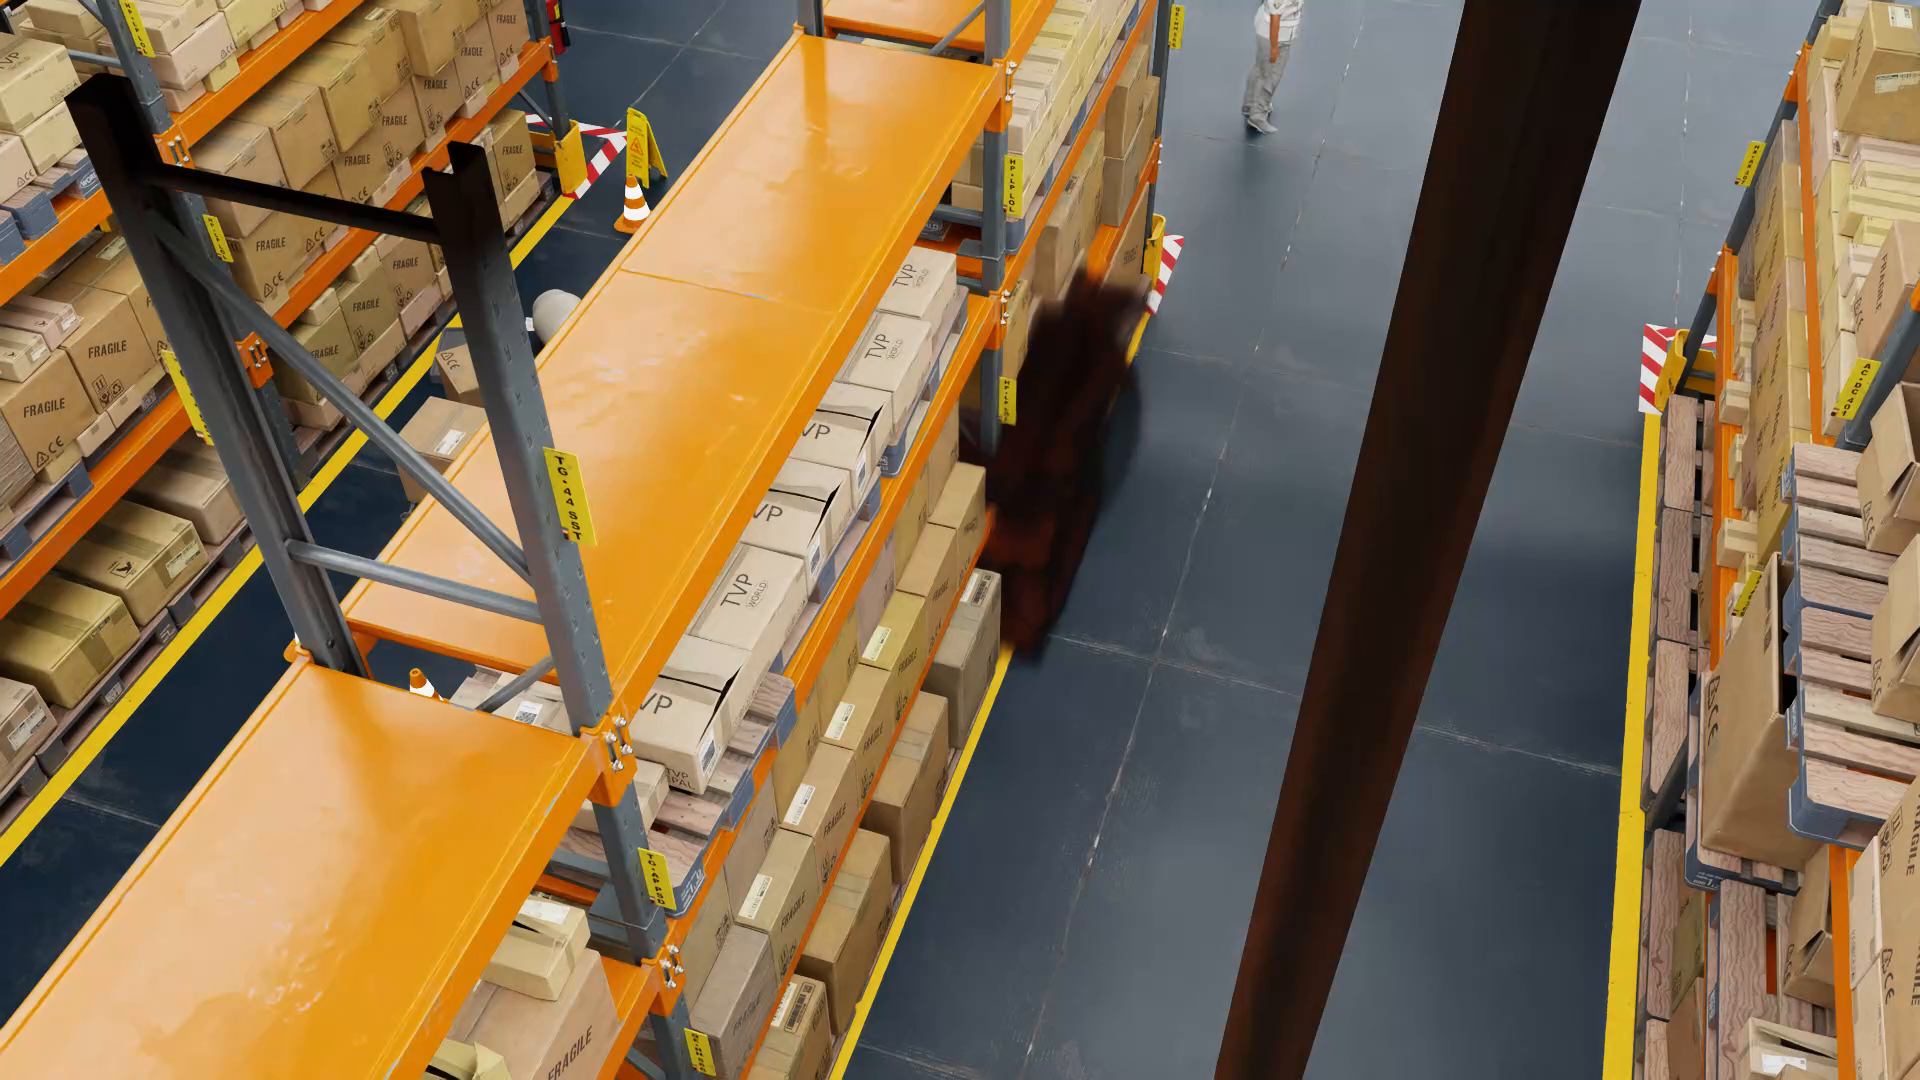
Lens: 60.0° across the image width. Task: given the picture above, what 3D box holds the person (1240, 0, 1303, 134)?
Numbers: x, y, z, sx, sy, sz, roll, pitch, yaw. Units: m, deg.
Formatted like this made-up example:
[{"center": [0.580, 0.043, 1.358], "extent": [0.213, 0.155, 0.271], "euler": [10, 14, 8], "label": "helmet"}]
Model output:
[{"center": [2.698, -4.315, 14.206], "extent": [0.404, 1.697, 0.526], "euler": [2, 46, 2], "label": "person"}]
